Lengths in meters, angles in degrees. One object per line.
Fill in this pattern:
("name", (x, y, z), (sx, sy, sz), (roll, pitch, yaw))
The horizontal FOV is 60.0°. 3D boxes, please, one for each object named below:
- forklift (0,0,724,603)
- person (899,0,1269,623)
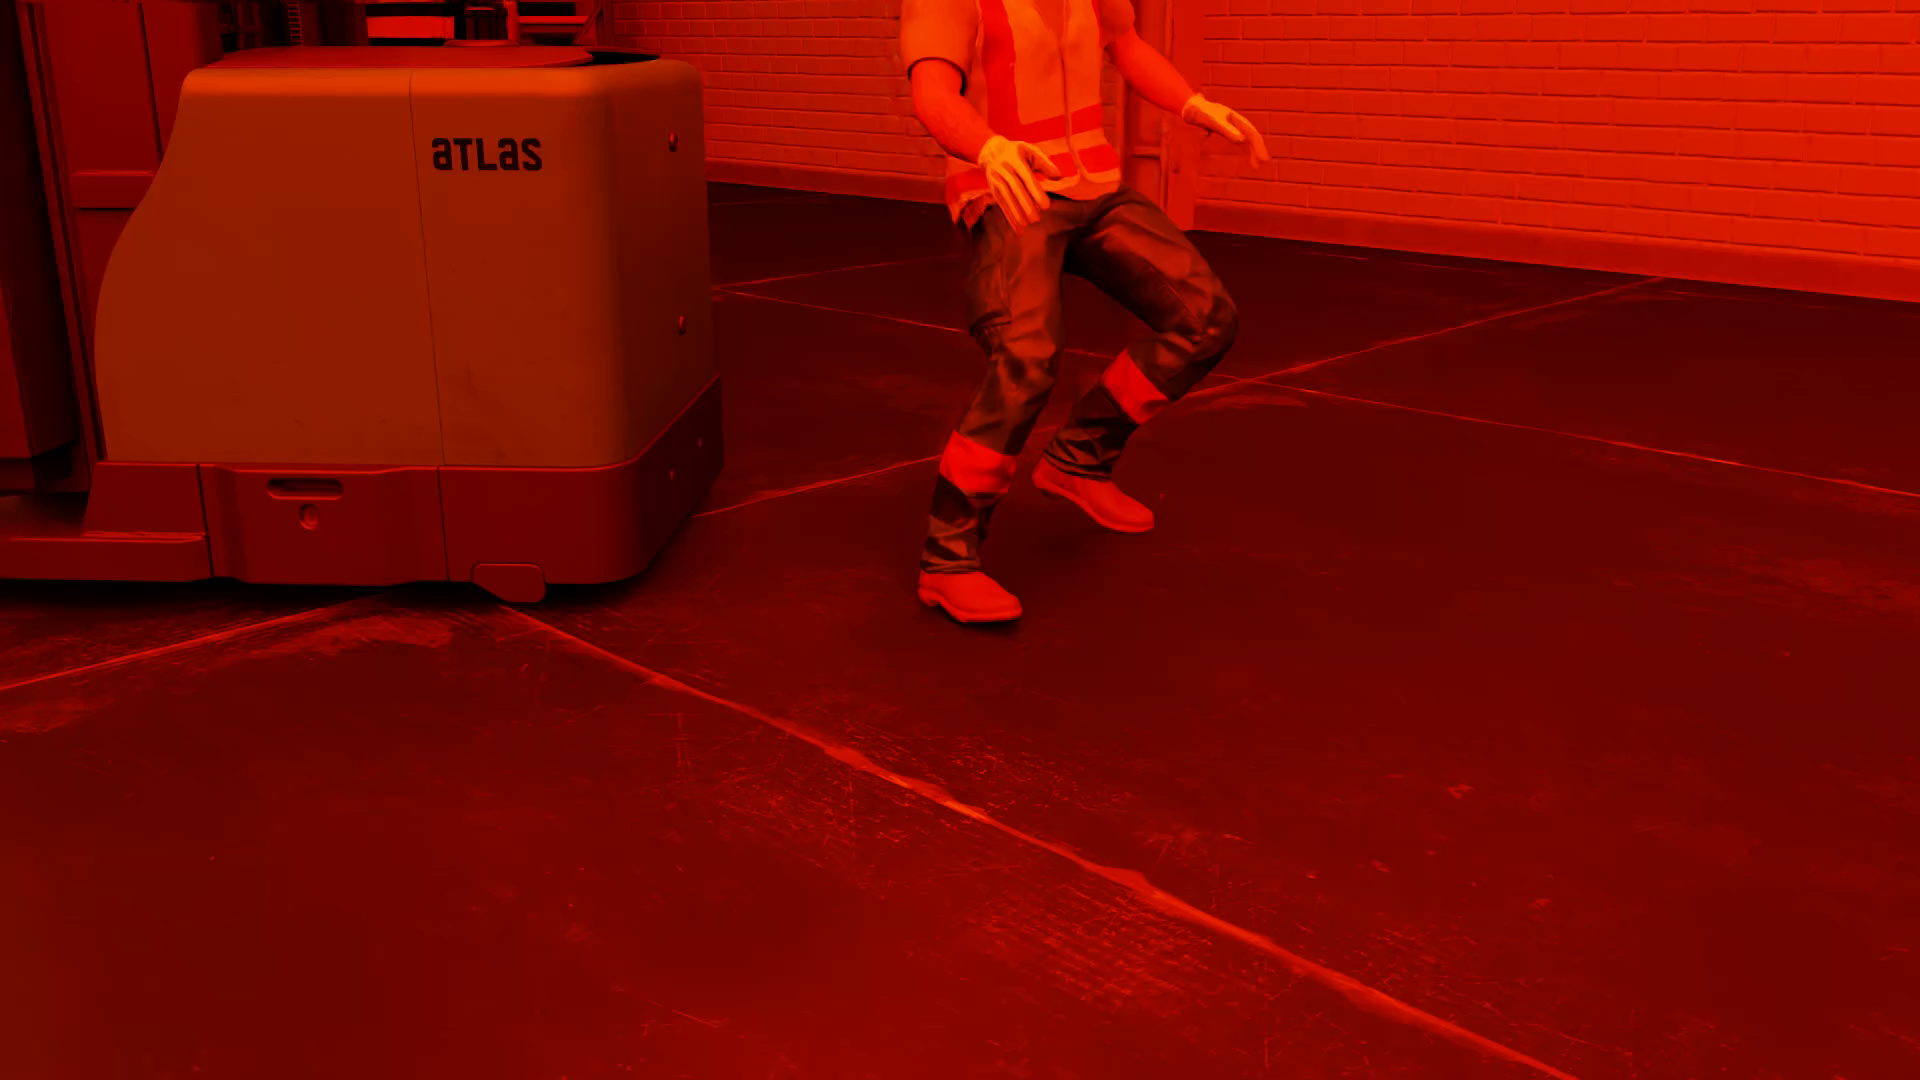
("forklift", (-2.141, -1.420, 3.525), (3.031, 2.935, 1.130), (1, 17, 3))
("person", (0.234, -0.714, 3.463), (0.874, 1.627, 0.691), (-14, 22, -38))
